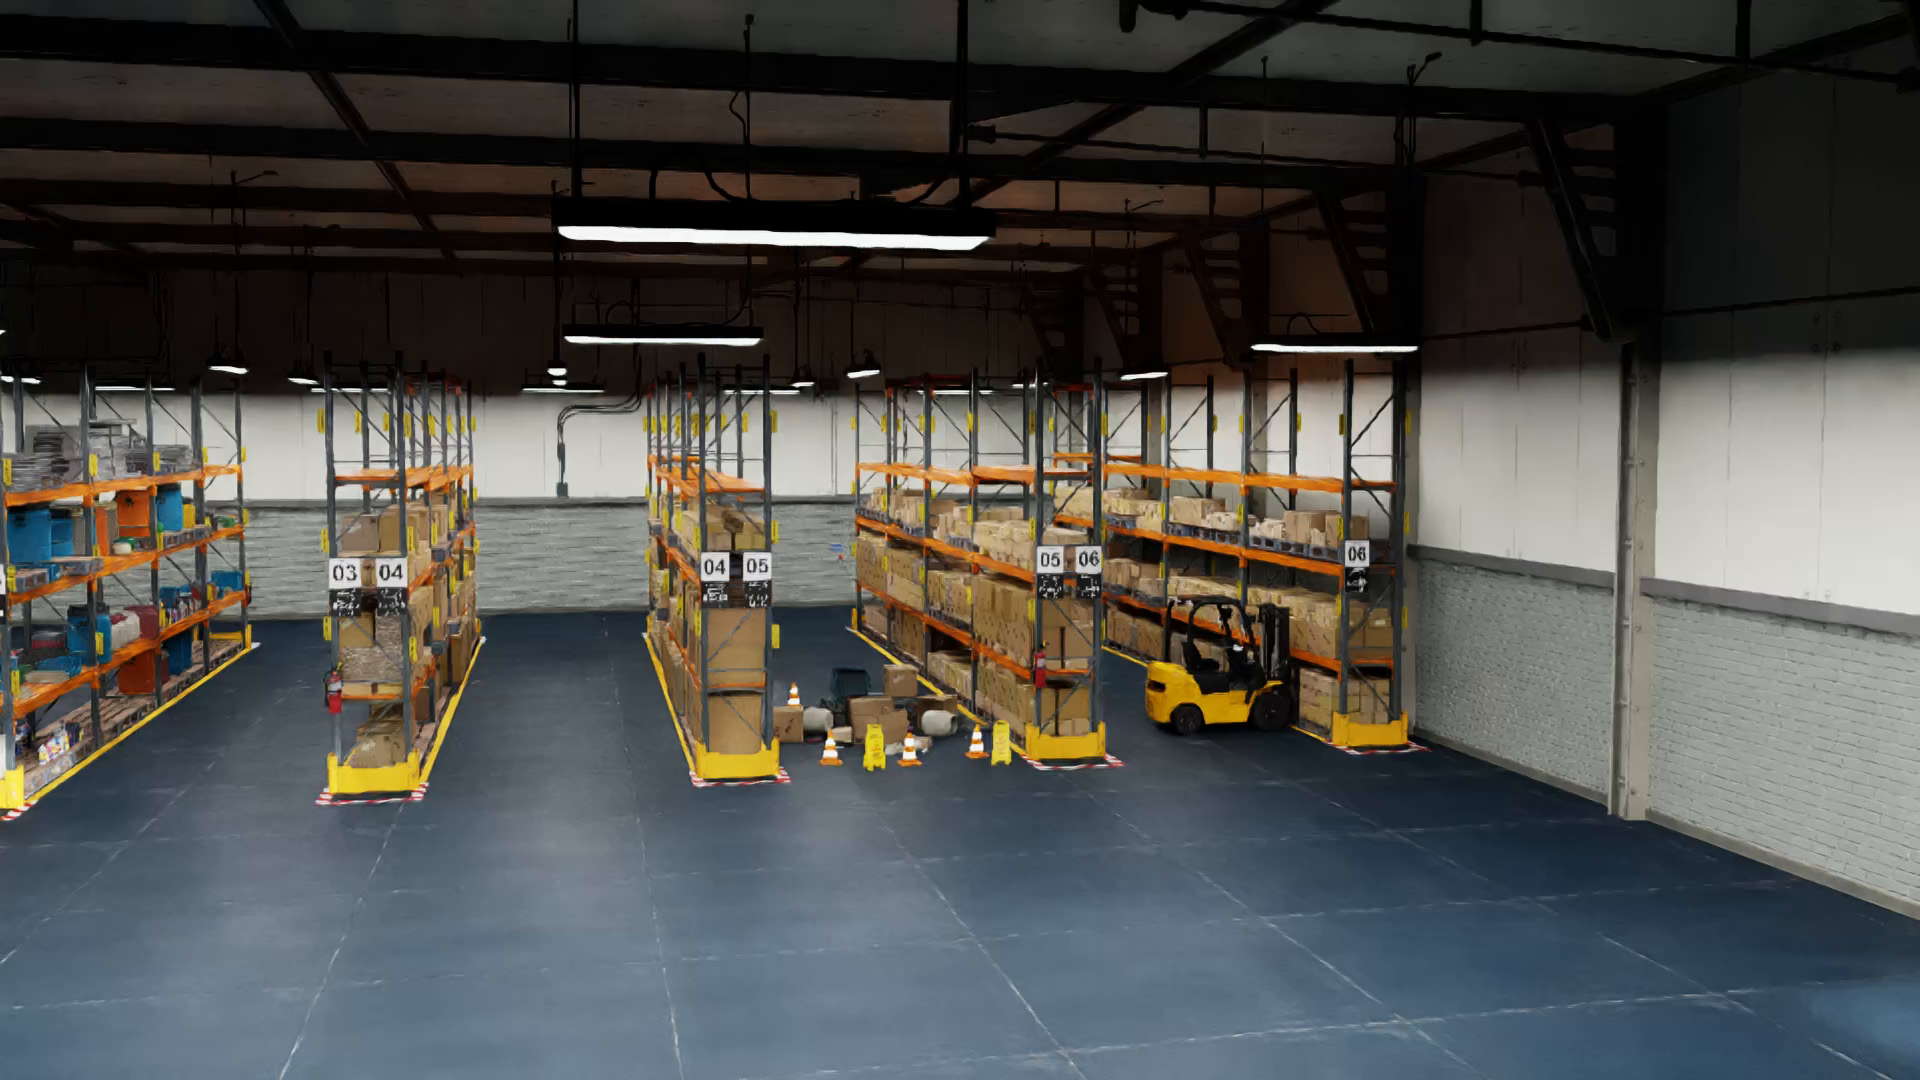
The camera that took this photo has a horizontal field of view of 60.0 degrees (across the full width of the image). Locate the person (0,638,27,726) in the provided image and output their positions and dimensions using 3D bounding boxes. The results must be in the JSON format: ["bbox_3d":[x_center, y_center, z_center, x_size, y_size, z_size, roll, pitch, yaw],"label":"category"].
[{"bbox_3d":[-15.134,2.339,26.421,0.507,1.636,0.891,0,4,3],"label":"person"}]
